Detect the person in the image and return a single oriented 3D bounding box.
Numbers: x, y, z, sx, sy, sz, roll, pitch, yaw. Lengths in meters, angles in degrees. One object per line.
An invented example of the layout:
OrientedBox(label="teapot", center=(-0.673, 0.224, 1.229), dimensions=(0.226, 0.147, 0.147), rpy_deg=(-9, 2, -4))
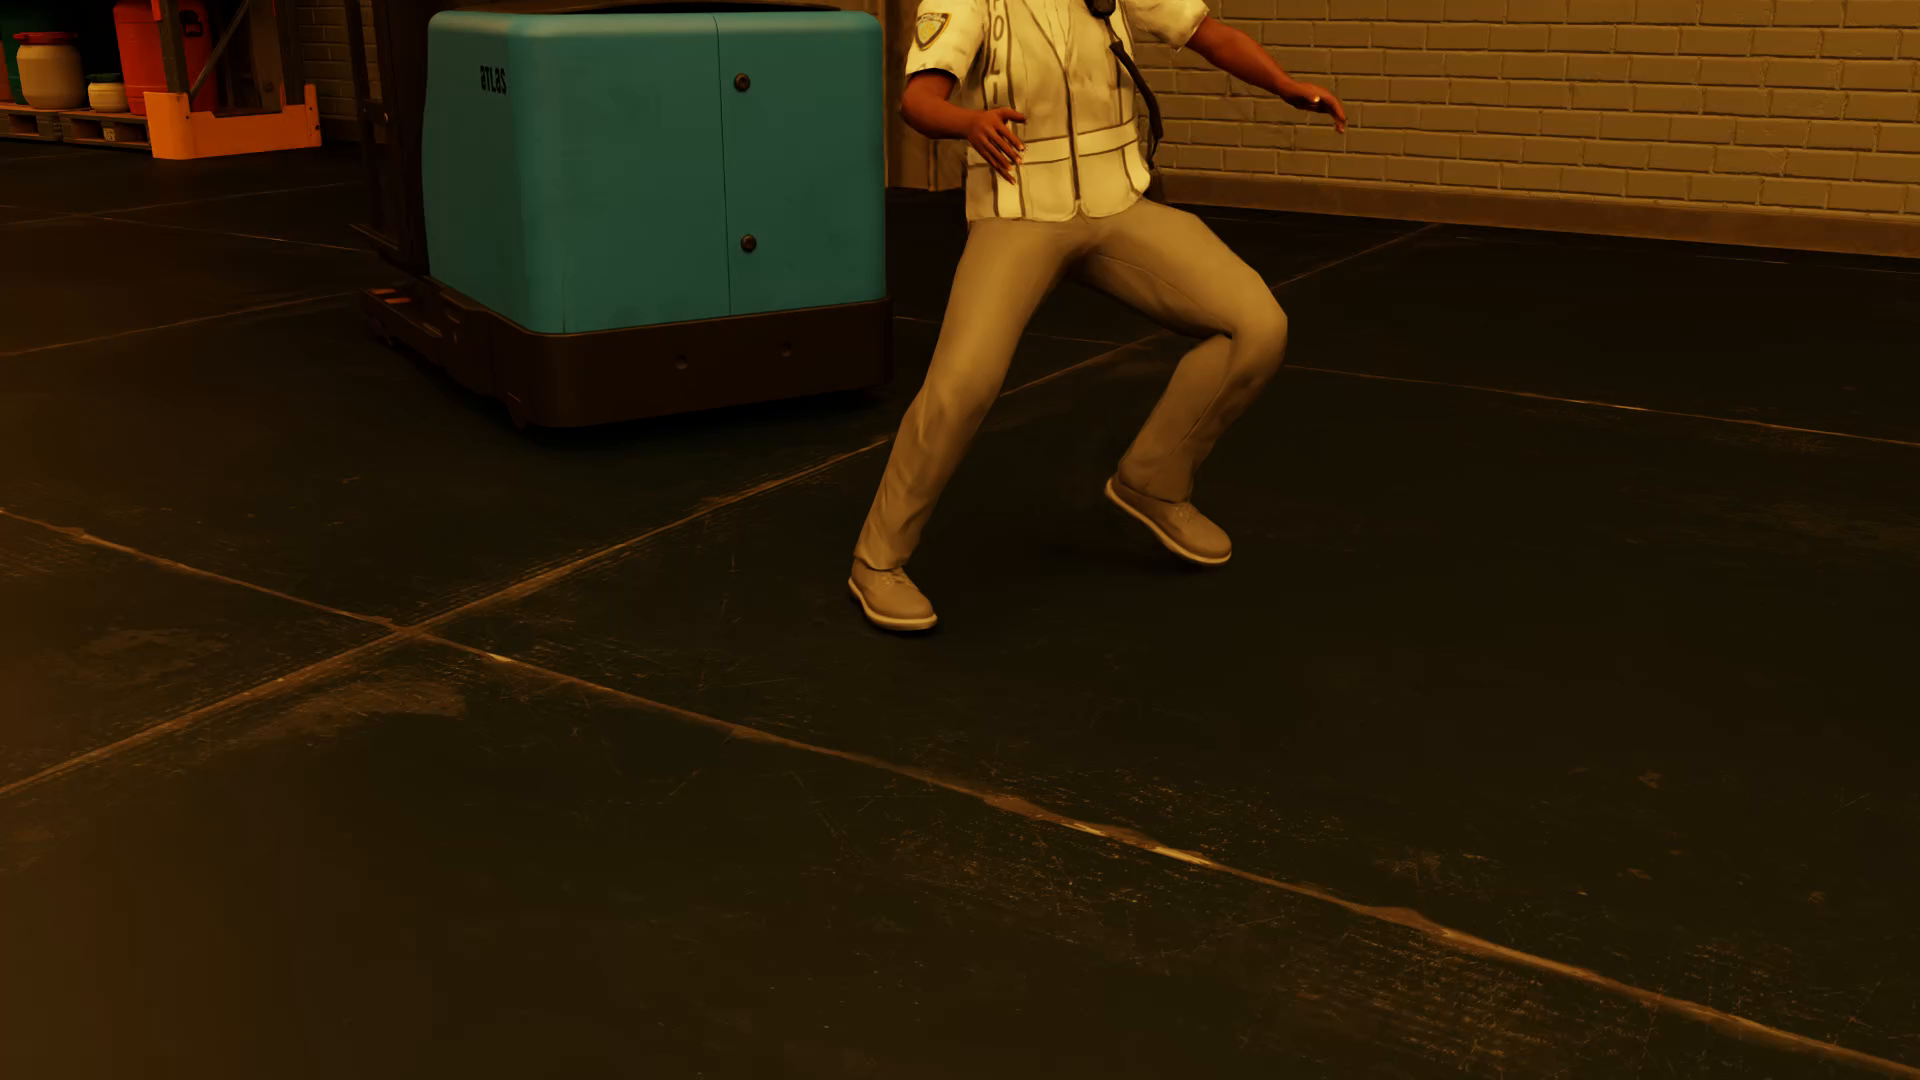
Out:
OrientedBox(label="person", center=(0.226, -0.601, 3.110), dimensions=(0.894, 1.463, 0.731), rpy_deg=(-5, 19, -13))

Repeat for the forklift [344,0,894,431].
OrientedBox(label="forklift", center=(-1.385, -2.094, 5.230), dimensions=(1.130, 2.935, 3.031), rpy_deg=(-11, 22, -29))
